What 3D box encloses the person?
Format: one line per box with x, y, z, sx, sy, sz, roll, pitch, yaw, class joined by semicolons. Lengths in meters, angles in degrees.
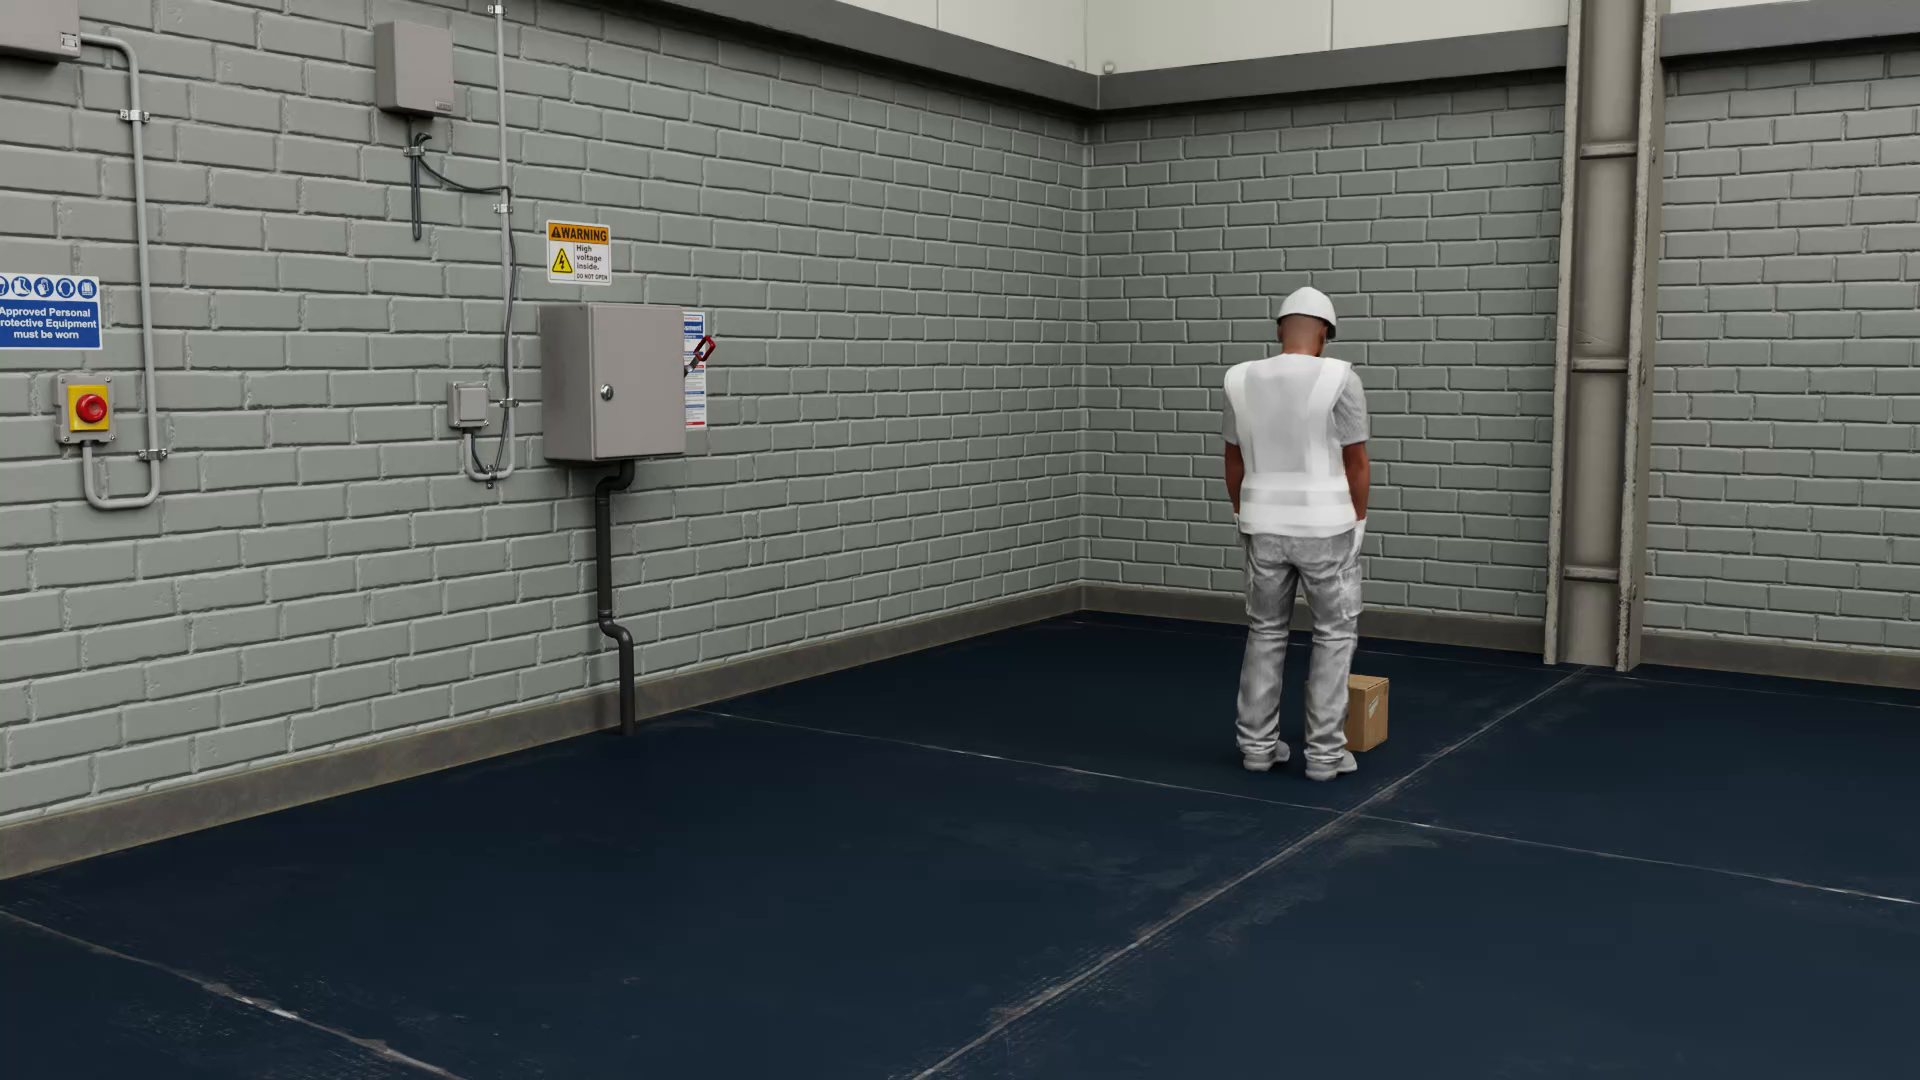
1.229;0.013;6.082;0.591;1.663;0.561;4;8;35;person
